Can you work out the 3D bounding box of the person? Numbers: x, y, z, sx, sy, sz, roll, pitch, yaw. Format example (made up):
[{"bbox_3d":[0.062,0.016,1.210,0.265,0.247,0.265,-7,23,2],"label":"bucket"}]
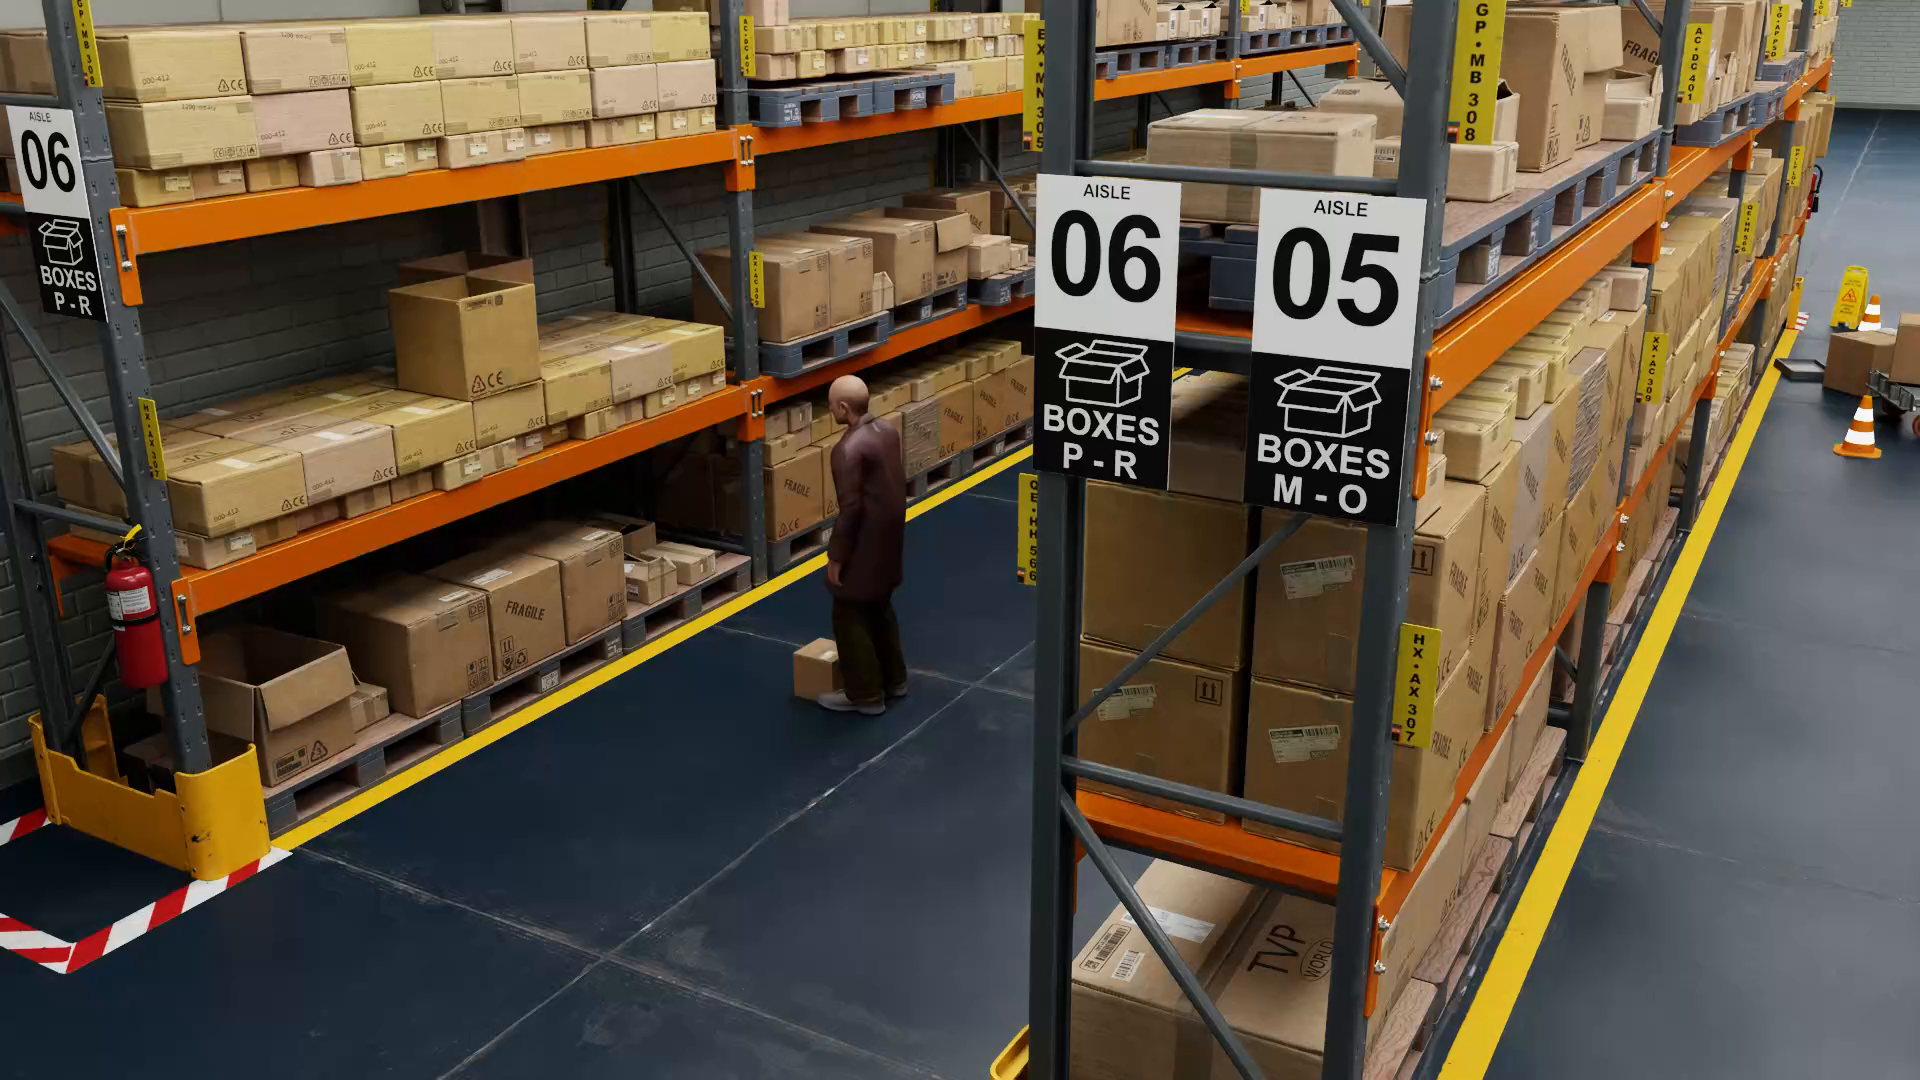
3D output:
[{"bbox_3d":[-0.497,0.023,8.527,0.429,1.772,0.645,9,21,24],"label":"person"}]
